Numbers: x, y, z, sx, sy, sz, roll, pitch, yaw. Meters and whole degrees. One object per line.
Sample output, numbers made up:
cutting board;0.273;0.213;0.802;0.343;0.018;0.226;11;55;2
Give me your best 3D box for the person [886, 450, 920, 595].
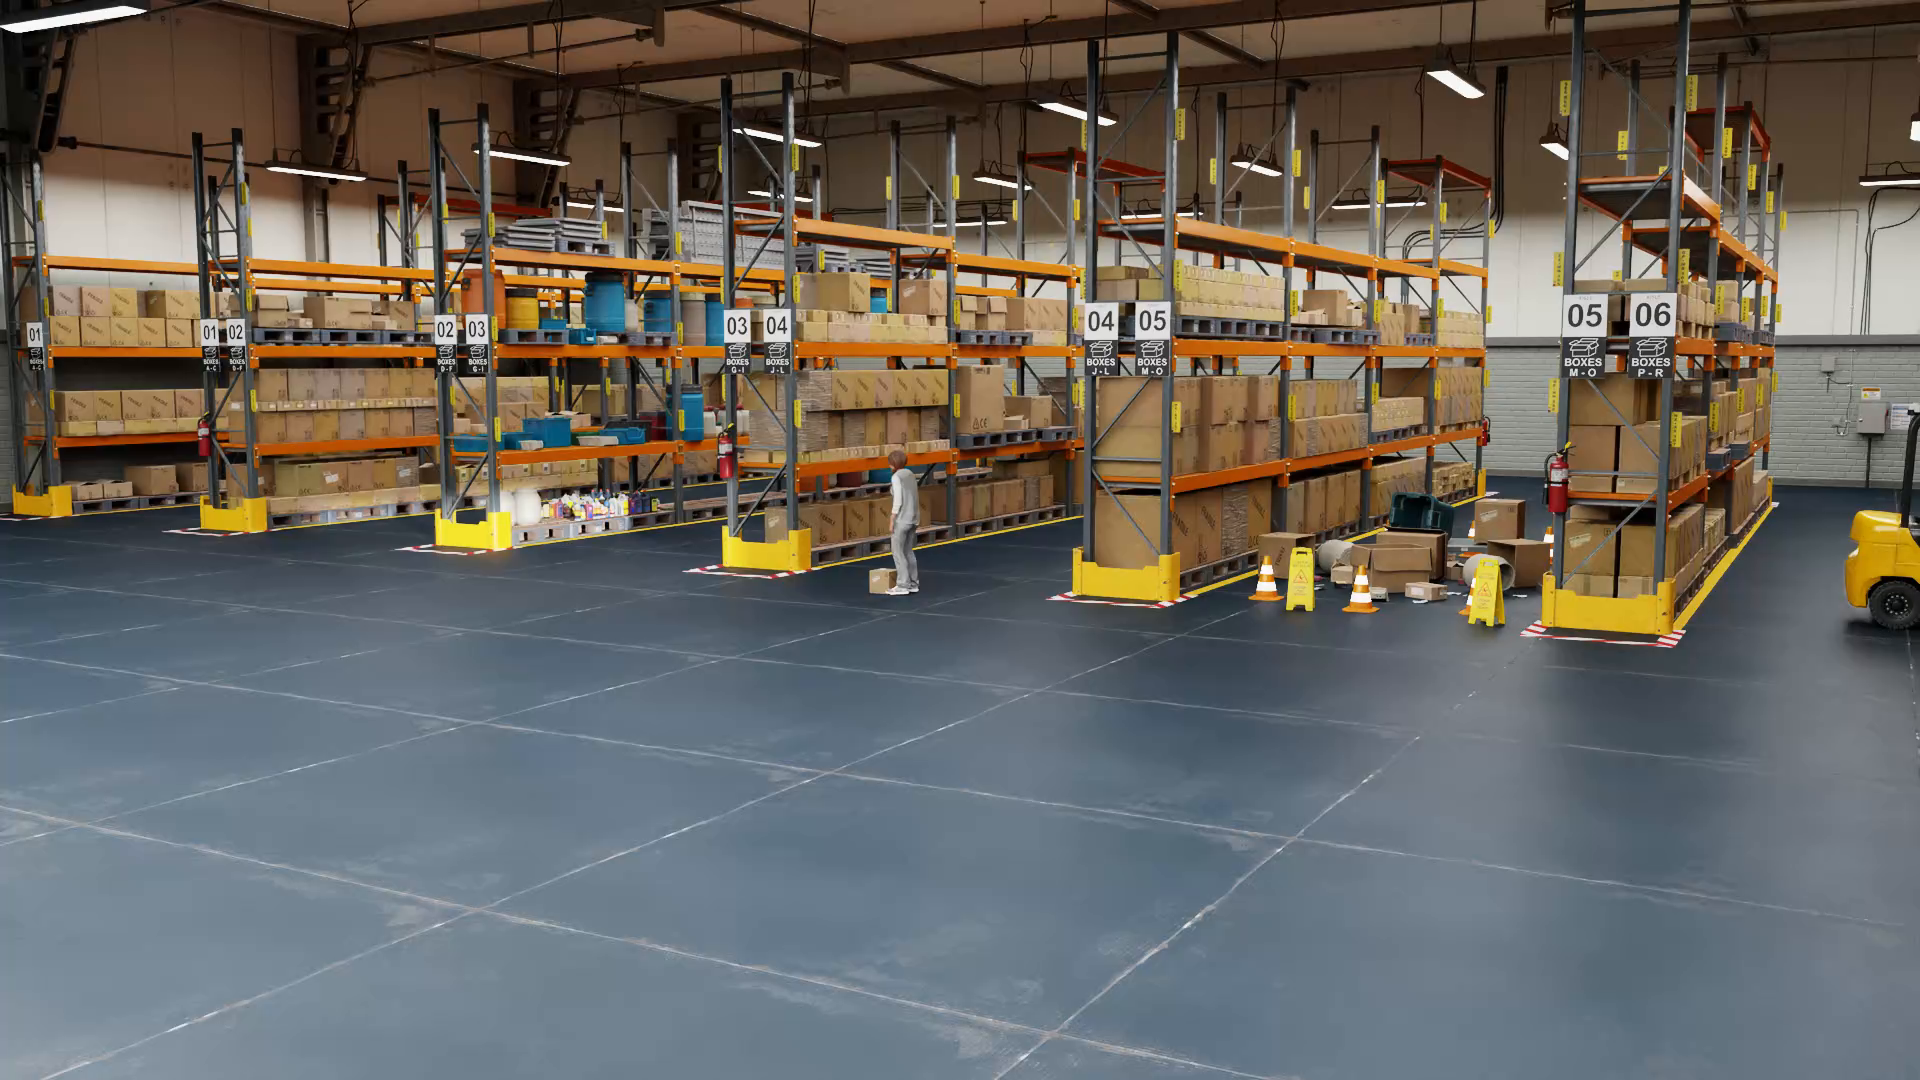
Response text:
person;-0.624;-0.196;18.386;0.348;1.593;0.465;3;7;28
